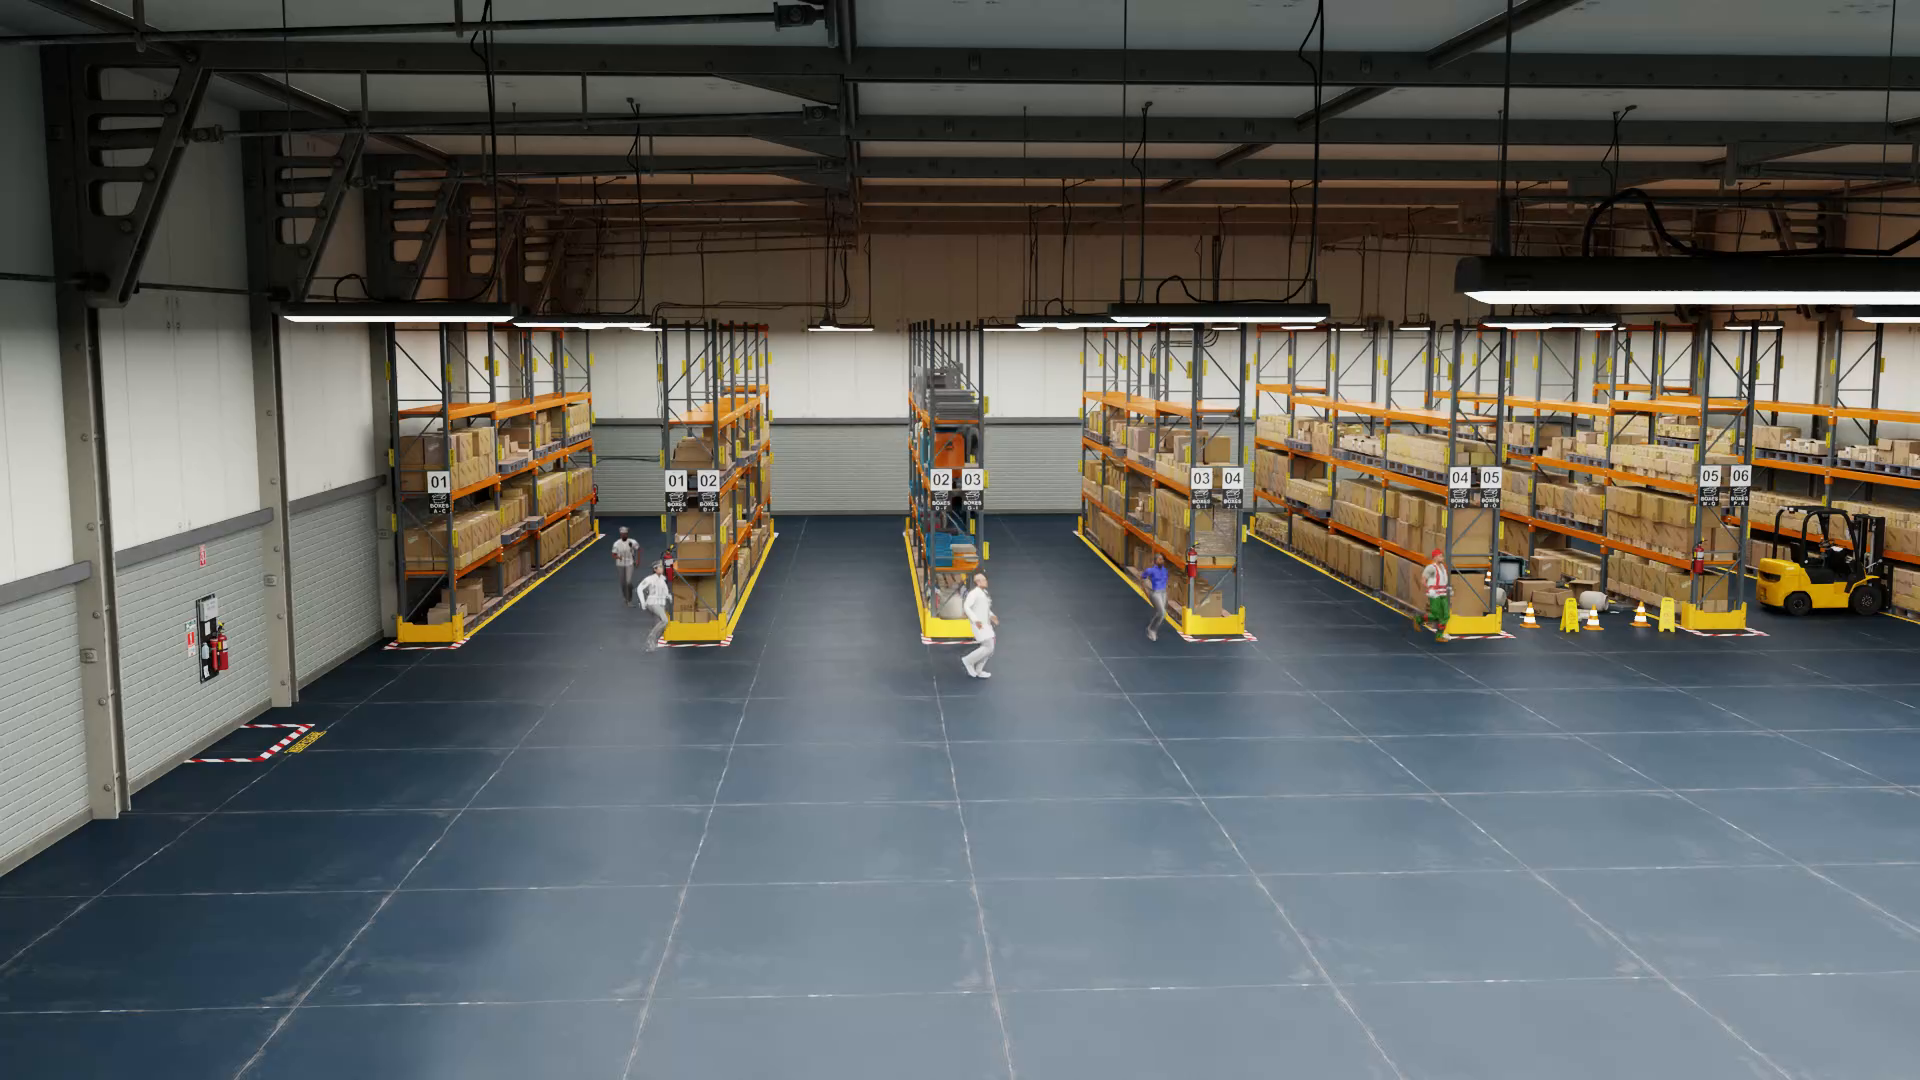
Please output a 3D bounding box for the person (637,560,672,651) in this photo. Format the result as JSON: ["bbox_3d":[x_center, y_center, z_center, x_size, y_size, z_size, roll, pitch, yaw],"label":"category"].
[{"bbox_3d":[-5.446,1.185,30.133,0.568,1.647,0.611,4,8,30],"label":"person"}]

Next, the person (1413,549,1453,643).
[{"bbox_3d":[8.899,1.034,31.110,0.676,1.752,0.757,-6,9,-39],"label":"person"}]

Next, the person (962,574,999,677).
[{"bbox_3d":[0.336,1.435,27.779,0.574,1.742,0.703,2,7,18],"label":"person"}]

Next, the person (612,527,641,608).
[{"bbox_3d":[-7.024,0.583,35.000,0.584,1.750,0.718,0,7,-3],"label":"person"}]

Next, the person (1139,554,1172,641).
[{"bbox_3d":[3.717,1.070,31.105,0.550,1.641,0.647,-5,9,-36],"label":"person"}]
